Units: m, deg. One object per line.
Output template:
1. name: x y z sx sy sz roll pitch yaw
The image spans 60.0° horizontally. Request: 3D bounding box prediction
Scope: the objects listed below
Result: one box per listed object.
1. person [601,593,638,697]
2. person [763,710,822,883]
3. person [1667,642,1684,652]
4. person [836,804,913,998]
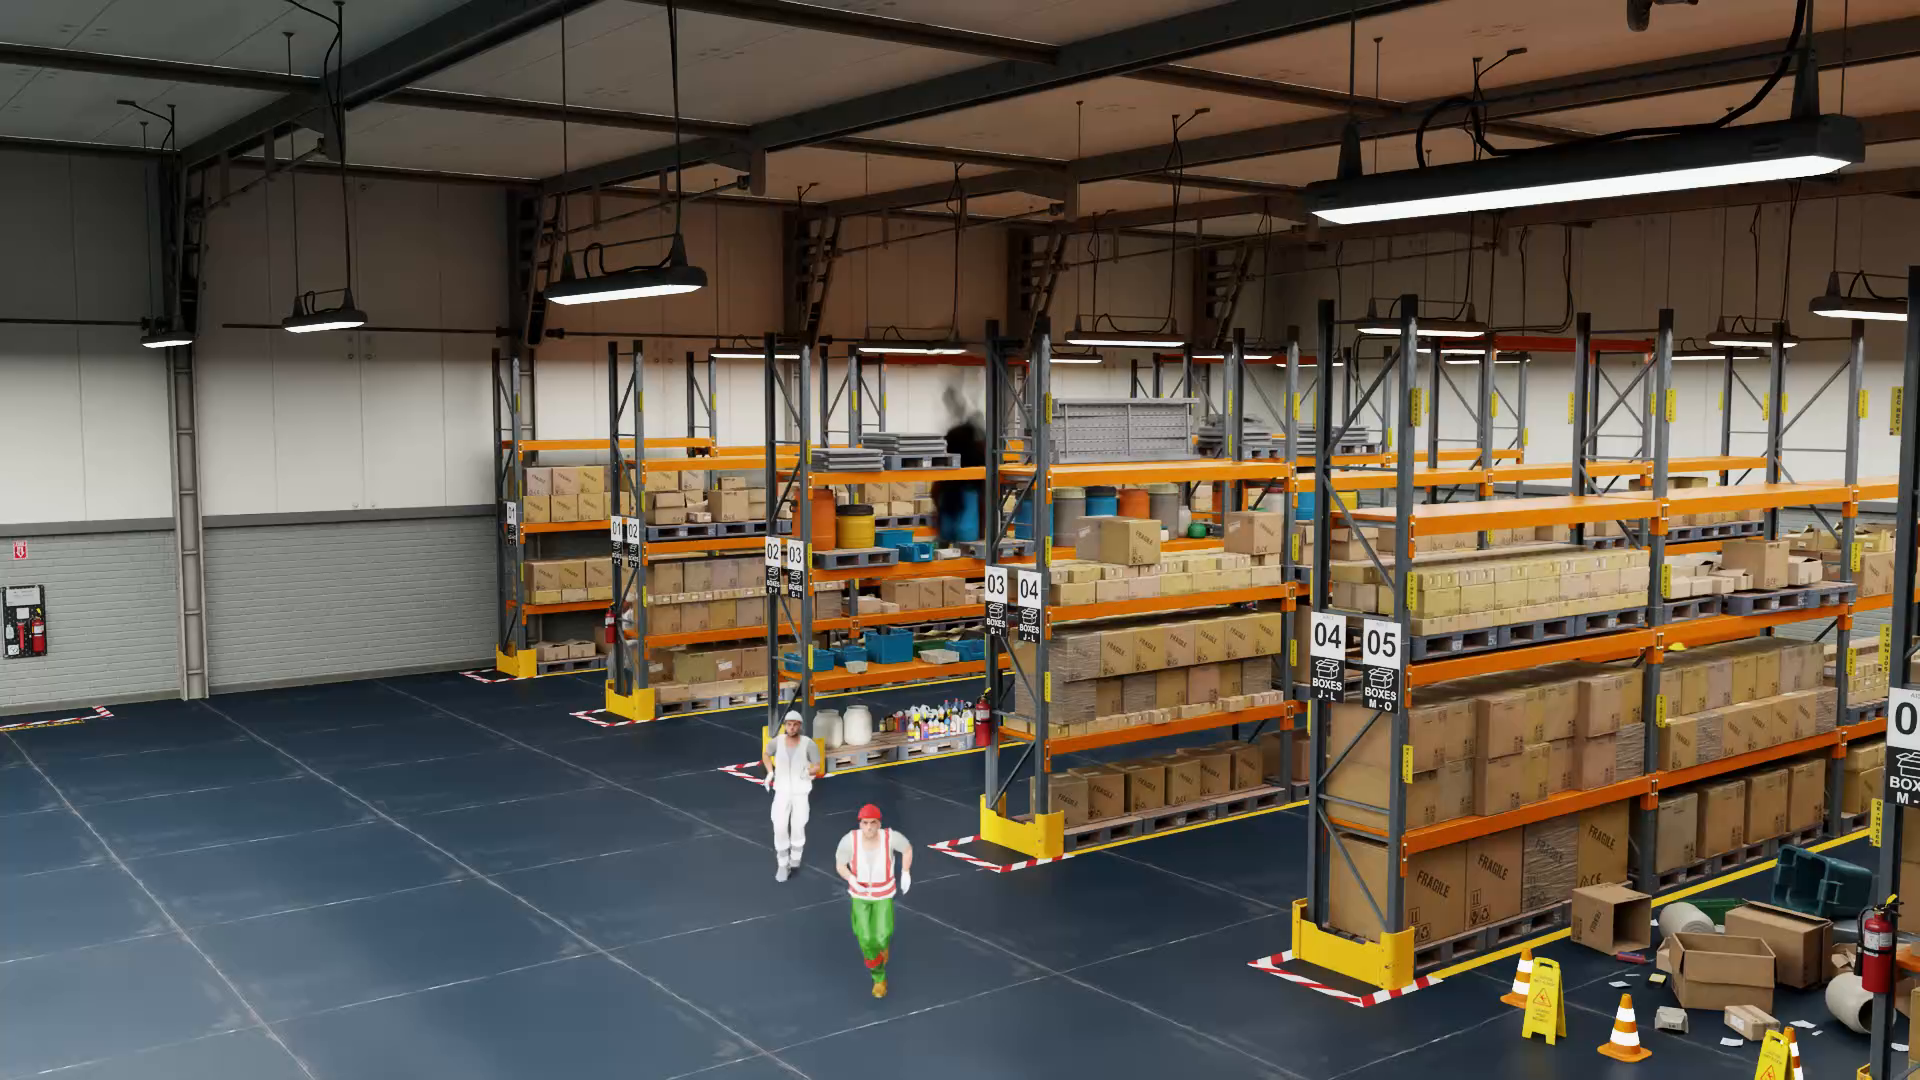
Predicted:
1. person: -5.683 1.801 28.430 0.791 1.823 0.687 -4 7 -41
2. person: -1.791 2.726 17.737 0.631 1.830 0.754 0 5 -3
3. person: 9.739 2.292 22.652 0.787 1.834 0.720 -5 7 -42
4. person: -0.749 3.073 14.245 0.620 1.719 0.715 0 5 4
